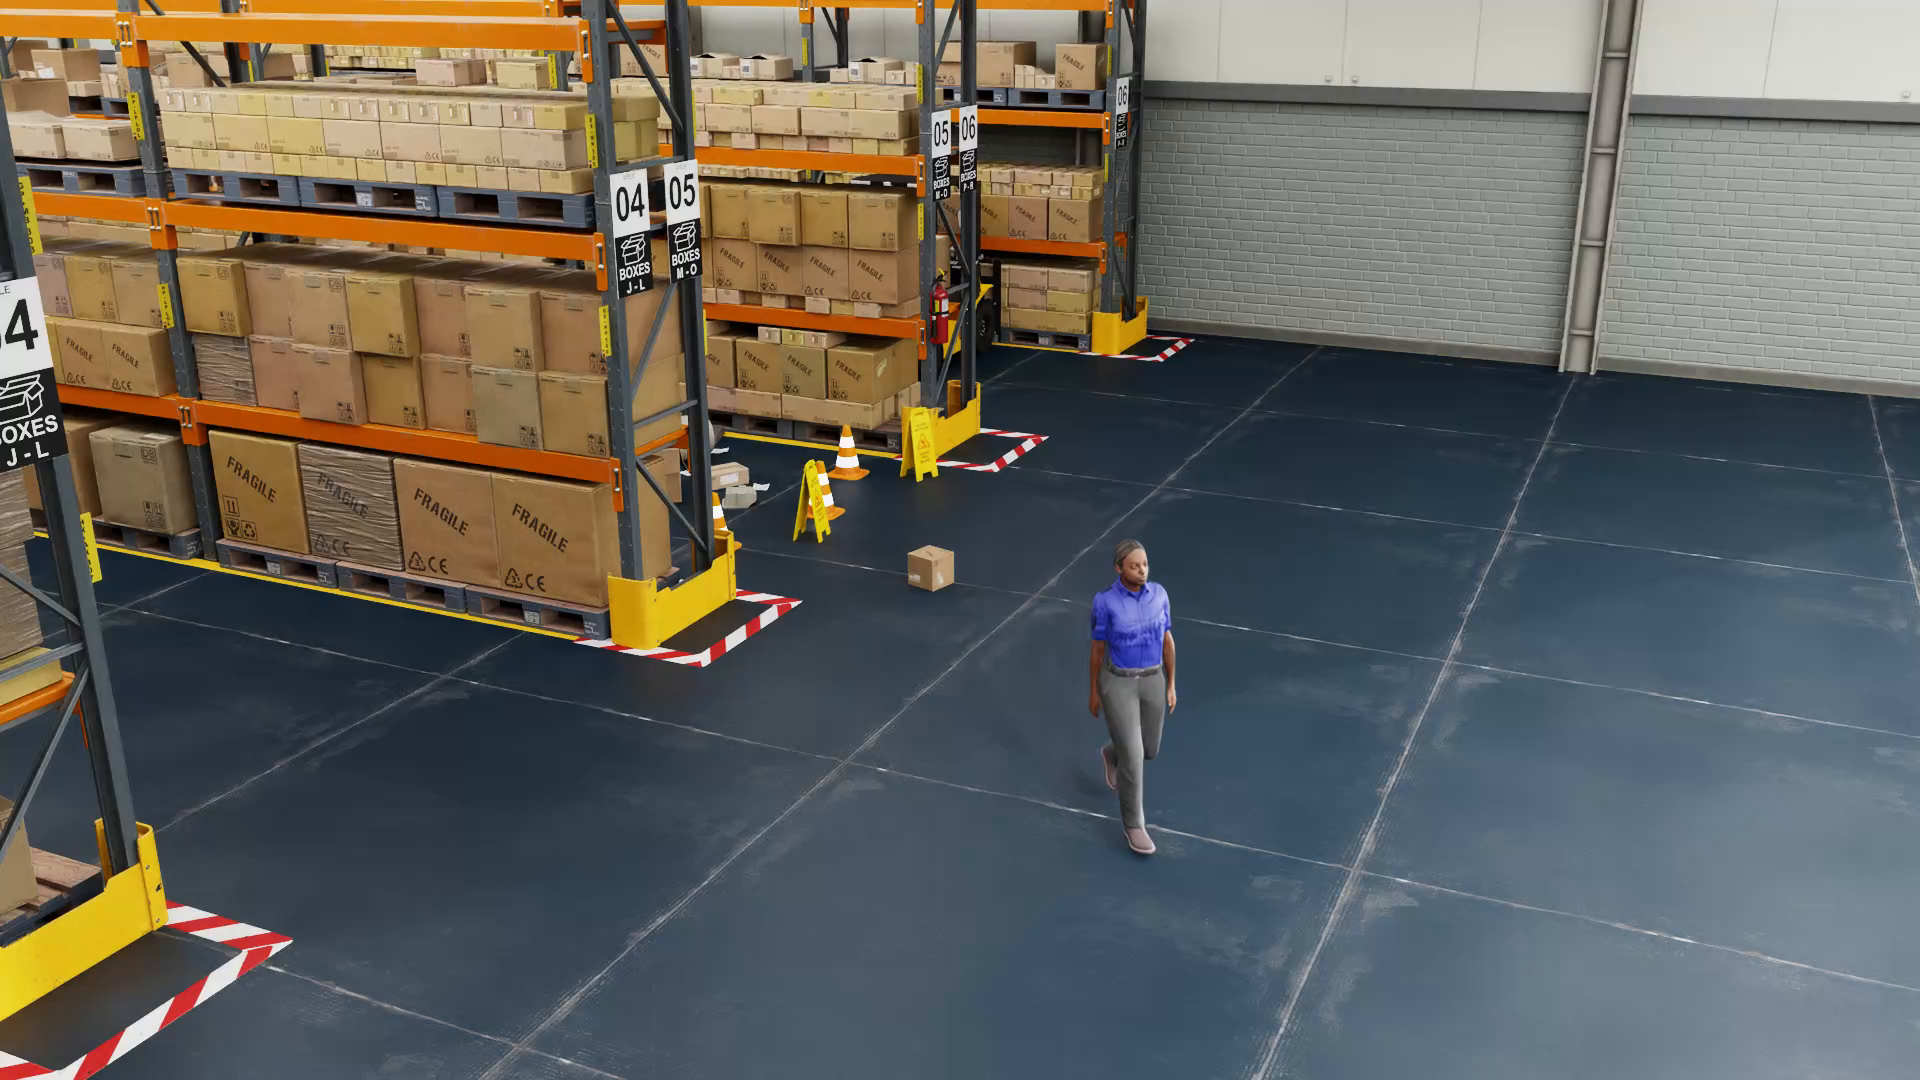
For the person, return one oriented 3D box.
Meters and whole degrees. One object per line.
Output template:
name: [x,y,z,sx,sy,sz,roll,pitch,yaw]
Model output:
person: [0.913,0.761,8.857,0.455,1.620,0.838,-7,20,-20]
